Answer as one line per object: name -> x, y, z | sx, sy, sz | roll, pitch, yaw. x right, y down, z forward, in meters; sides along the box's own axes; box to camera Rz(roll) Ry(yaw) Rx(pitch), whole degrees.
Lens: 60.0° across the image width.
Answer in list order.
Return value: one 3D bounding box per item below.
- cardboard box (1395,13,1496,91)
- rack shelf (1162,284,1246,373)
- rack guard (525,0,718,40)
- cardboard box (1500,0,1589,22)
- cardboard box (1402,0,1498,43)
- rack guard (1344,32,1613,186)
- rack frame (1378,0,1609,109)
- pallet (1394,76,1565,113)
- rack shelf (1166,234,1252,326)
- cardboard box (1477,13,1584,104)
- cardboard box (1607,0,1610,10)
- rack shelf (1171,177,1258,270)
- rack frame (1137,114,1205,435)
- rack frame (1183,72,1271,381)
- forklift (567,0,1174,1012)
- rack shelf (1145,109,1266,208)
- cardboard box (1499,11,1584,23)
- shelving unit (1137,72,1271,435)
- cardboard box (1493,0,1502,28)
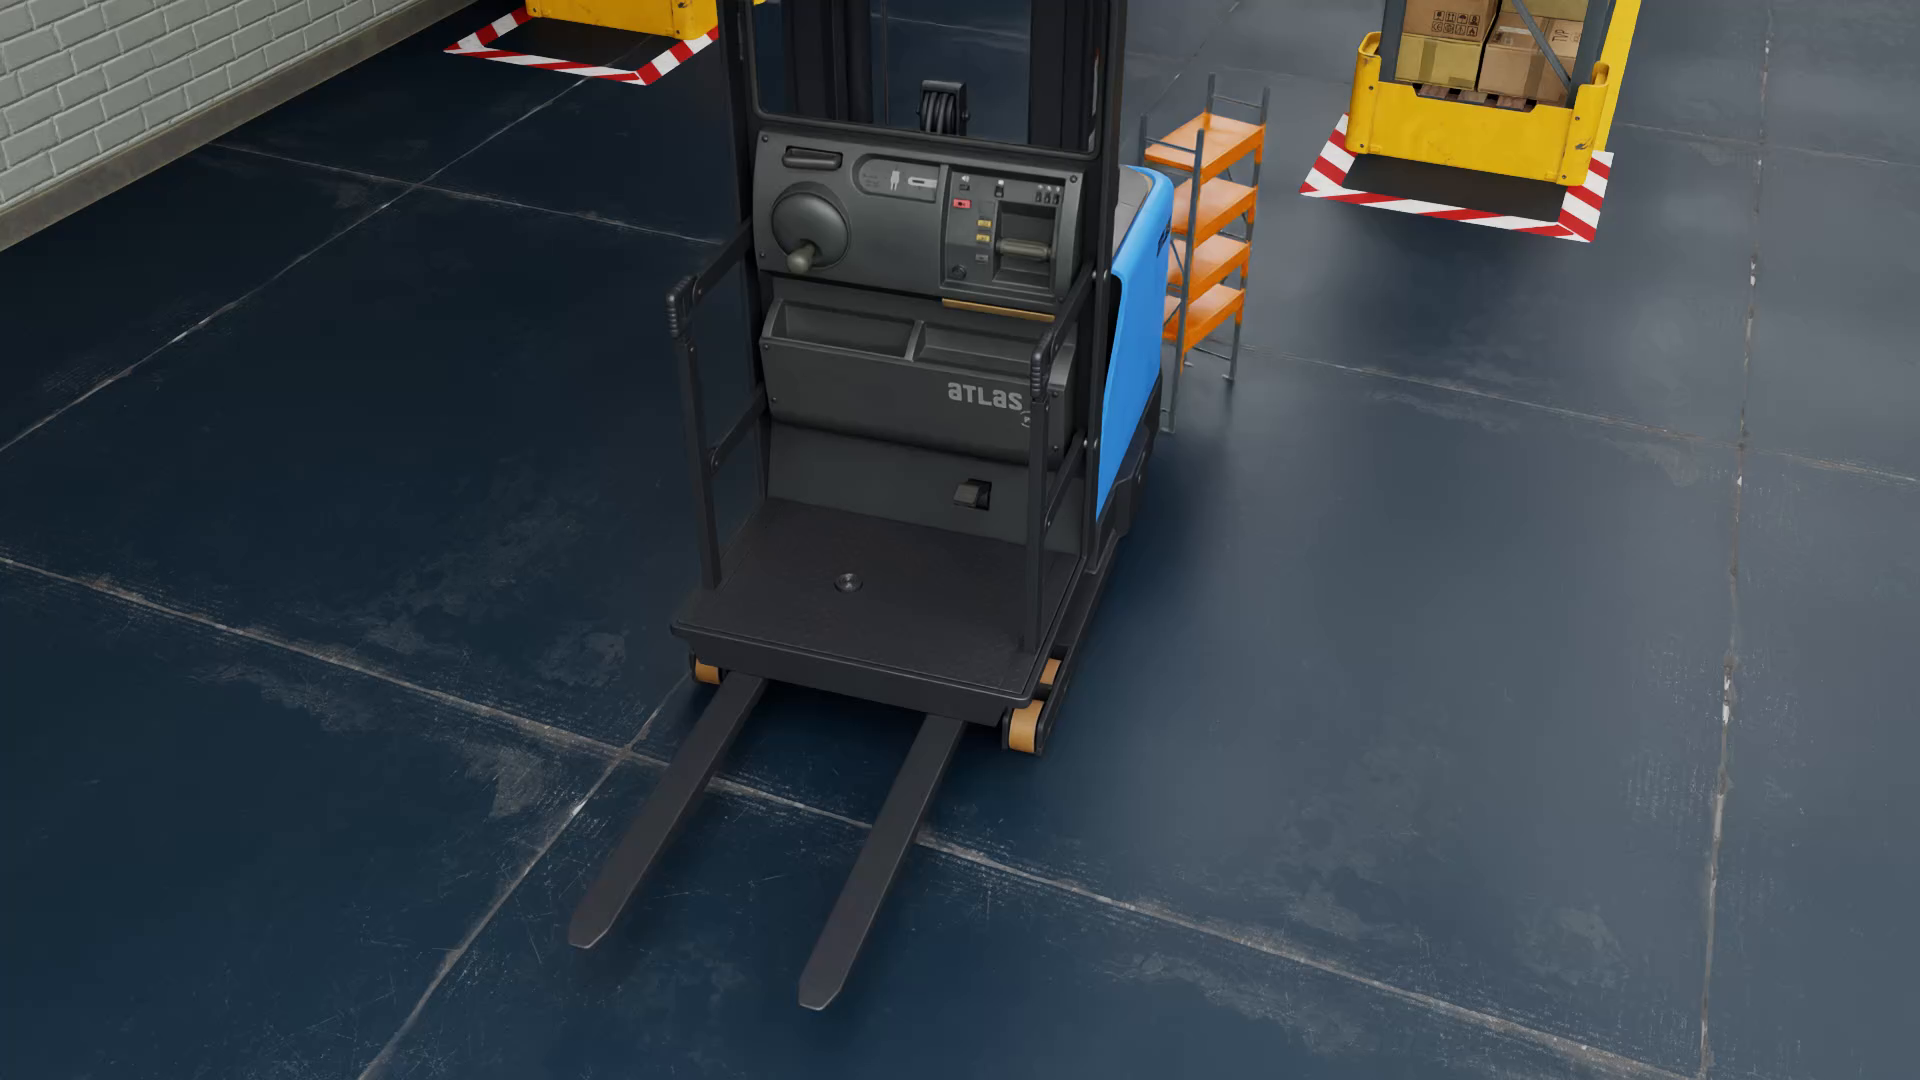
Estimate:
cardboard box -> 2.470, -2.572, 8.632 | 0.500, 0.250, 0.500 | 14, 39, 18
rack shelf -> 0.851, -0.829, 6.294 | 0.258, 0.148, 0.480 | 23, 42, 27
rack guard -> -2.014, -3.308, 9.759 | 1.175, 0.500, 0.348 | 14, 39, 18
cardboard box -> 3.138, -3.032, 8.620 | 0.500, 0.500, 0.500 | 14, 39, 18
cardboard box -> 2.468, -2.873, 8.408 | 0.500, 0.500, 0.500 | 14, 39, 18
rack guard -> 2.530, -2.127, 8.178 | 1.175, 0.500, 0.348 | 14, 39, 18
rack frame -> 2.539, -3.141, 7.447 | 1.000, 3.000, 0.127 | 14, 39, 18
pallet -> 2.792, -2.457, 8.861 | 1.003, 0.211, 1.213 | 14, 39, 18
rack shelf -> 0.853, -0.989, 6.177 | 0.258, 0.148, 0.480 | 23, 42, 27
cardboard box -> 2.949, -2.454, 8.474 | 0.500, 0.250, 0.500 | 14, 39, 18
cardboard box -> 3.521, -3.284, 9.585 | 0.500, 0.250, 0.500 | 14, 39, 18
rack shelf -> 0.855, -1.170, 6.046 | 0.258, 0.148, 0.480 | 23, 42, 27
rack frame -> 0.713, -0.927, 5.976 | 0.240, 1.200, 0.015 | 23, 42, 27
rack frame -> 0.994, -1.160, 6.300 | 0.240, 1.200, 0.015 | 23, 42, 27
forklift -> -0.189, -0.815, 4.392 | 1.130, 2.935, 3.031 | 11, 38, 14
rack shelf -> 0.857, -1.362, 5.906 | 0.258, 0.148, 0.480 | 23, 42, 27
cardboard box -> 3.136, -2.732, 8.845 | 0.500, 0.250, 0.500 | 14, 39, 18
shelving unit -> 0.854, -1.044, 6.138 | 0.258, 1.200, 0.503 | 23, 42, 27
cardboard box -> 2.649, -2.852, 9.006 | 0.500, 0.250, 0.500 | 14, 39, 18
